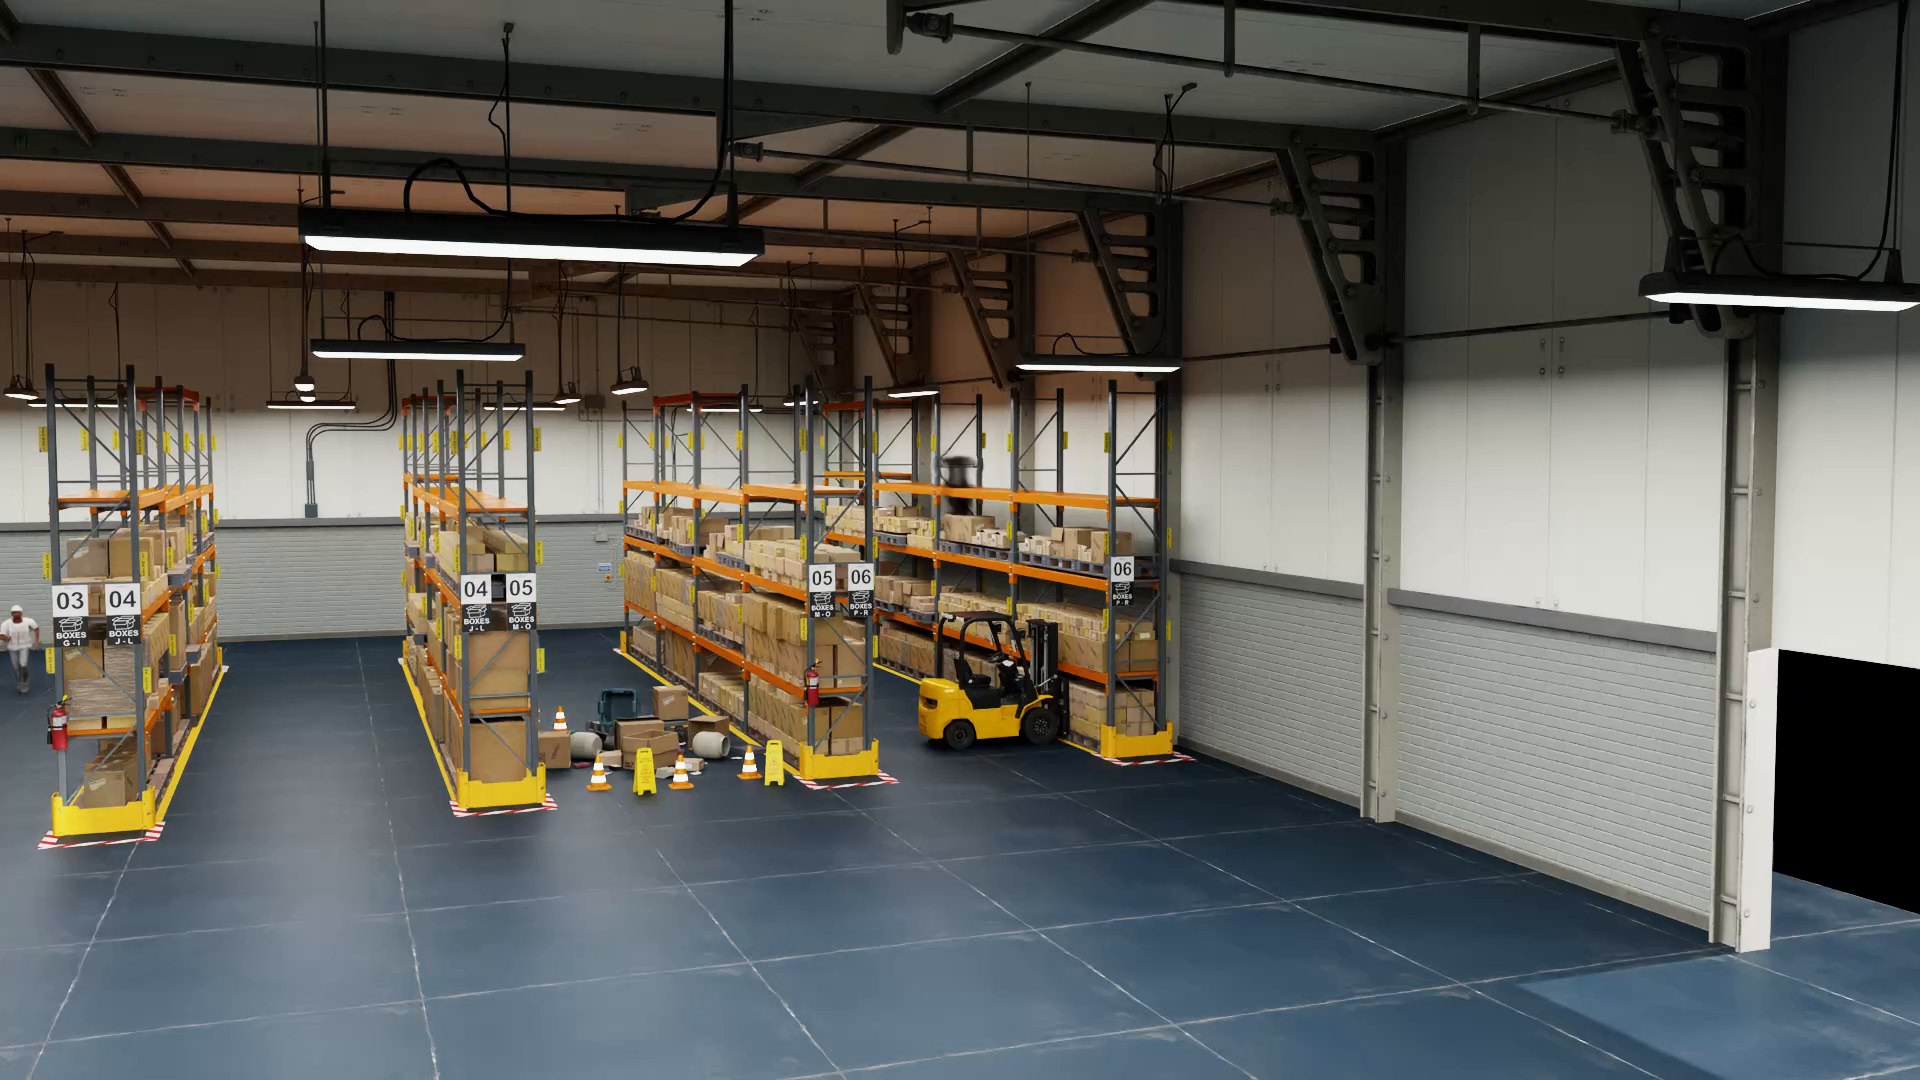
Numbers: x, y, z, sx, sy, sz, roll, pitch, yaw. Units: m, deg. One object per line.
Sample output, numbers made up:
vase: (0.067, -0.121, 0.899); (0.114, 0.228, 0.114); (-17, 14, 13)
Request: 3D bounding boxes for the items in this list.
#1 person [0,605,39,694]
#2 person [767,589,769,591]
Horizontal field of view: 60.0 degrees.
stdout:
person: (-18.769, 2.187, 33.167); (0.655, 1.786, 0.811); (-1, 4, -18)
person: (-4.424, 1.909, 38.374); (0.977, 1.672, 0.708); (3, 4, 37)
